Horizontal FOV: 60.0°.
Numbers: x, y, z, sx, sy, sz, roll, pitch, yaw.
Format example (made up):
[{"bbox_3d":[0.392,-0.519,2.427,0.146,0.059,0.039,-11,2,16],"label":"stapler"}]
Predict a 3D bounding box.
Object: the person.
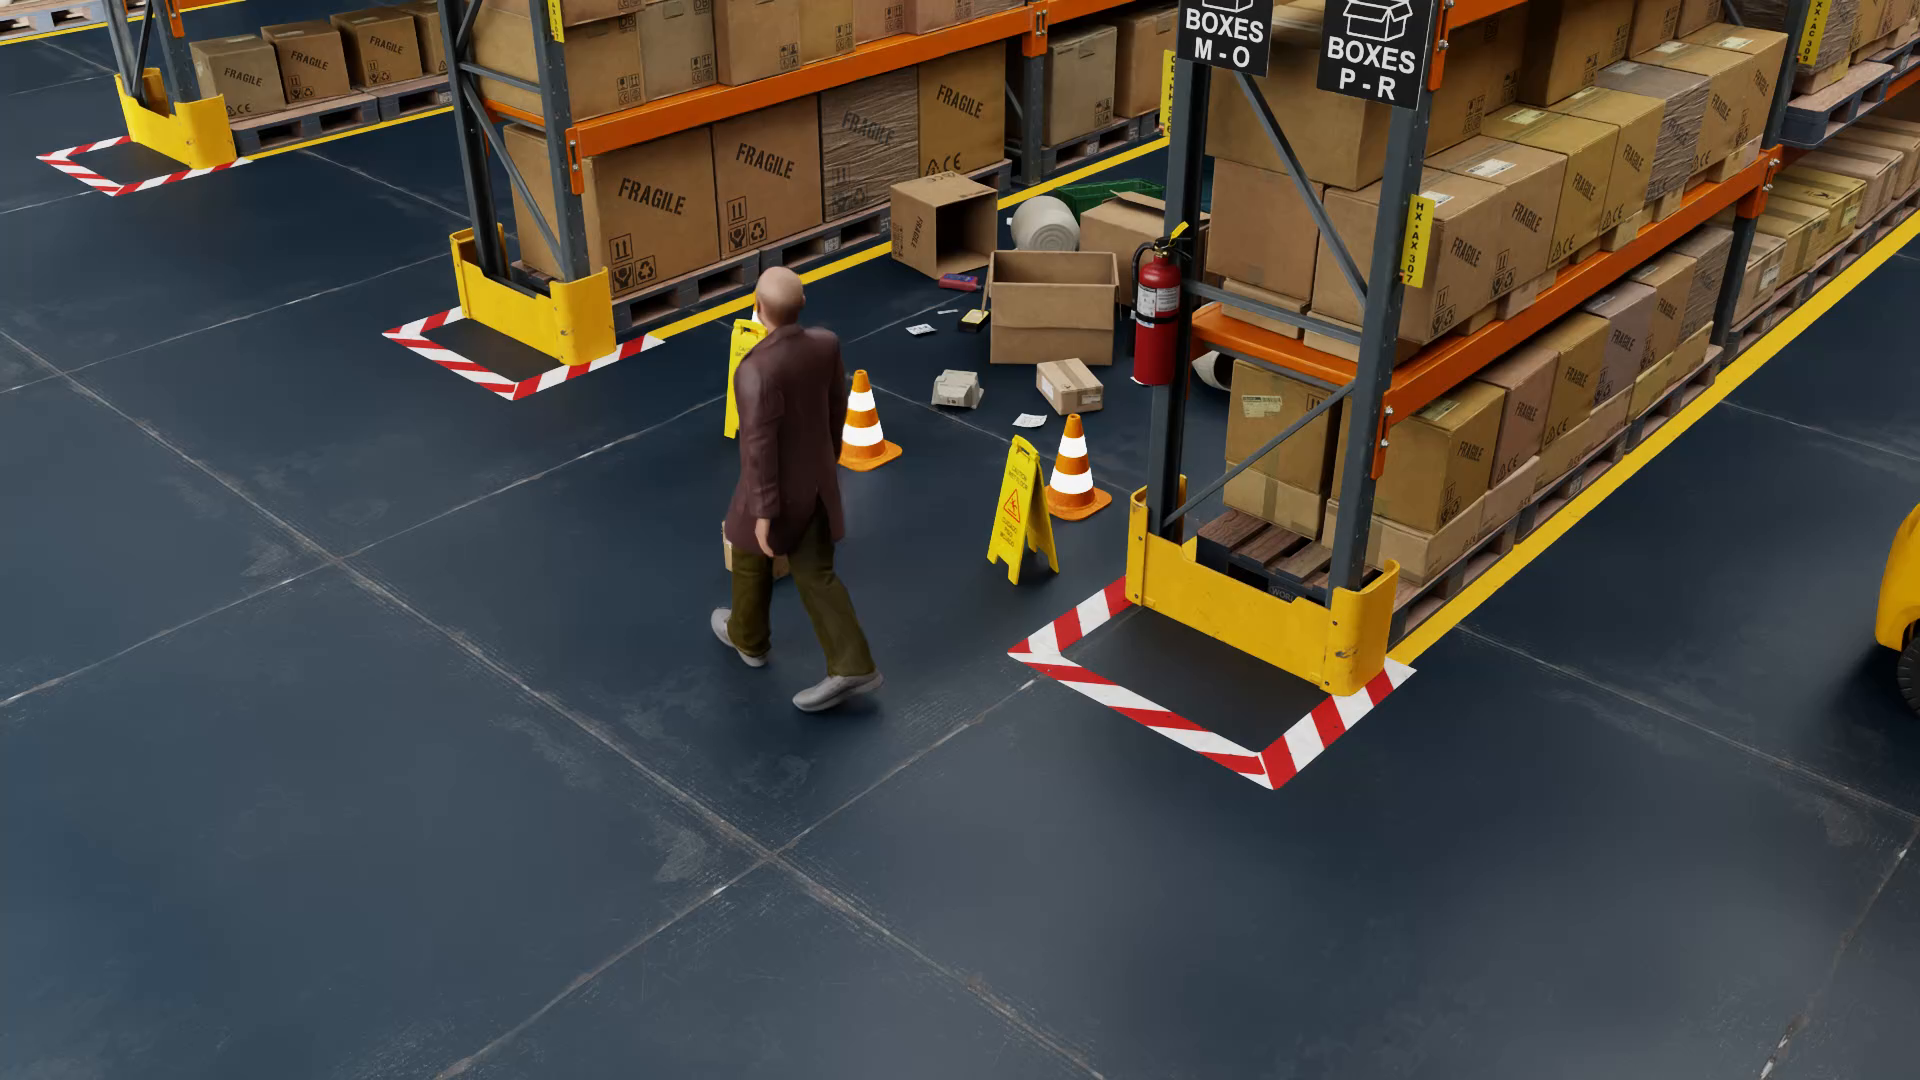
[{"bbox_3d":[-0.721,-0.336,6.695,0.640,1.773,0.681,-26,40,-36],"label":"person"}]
